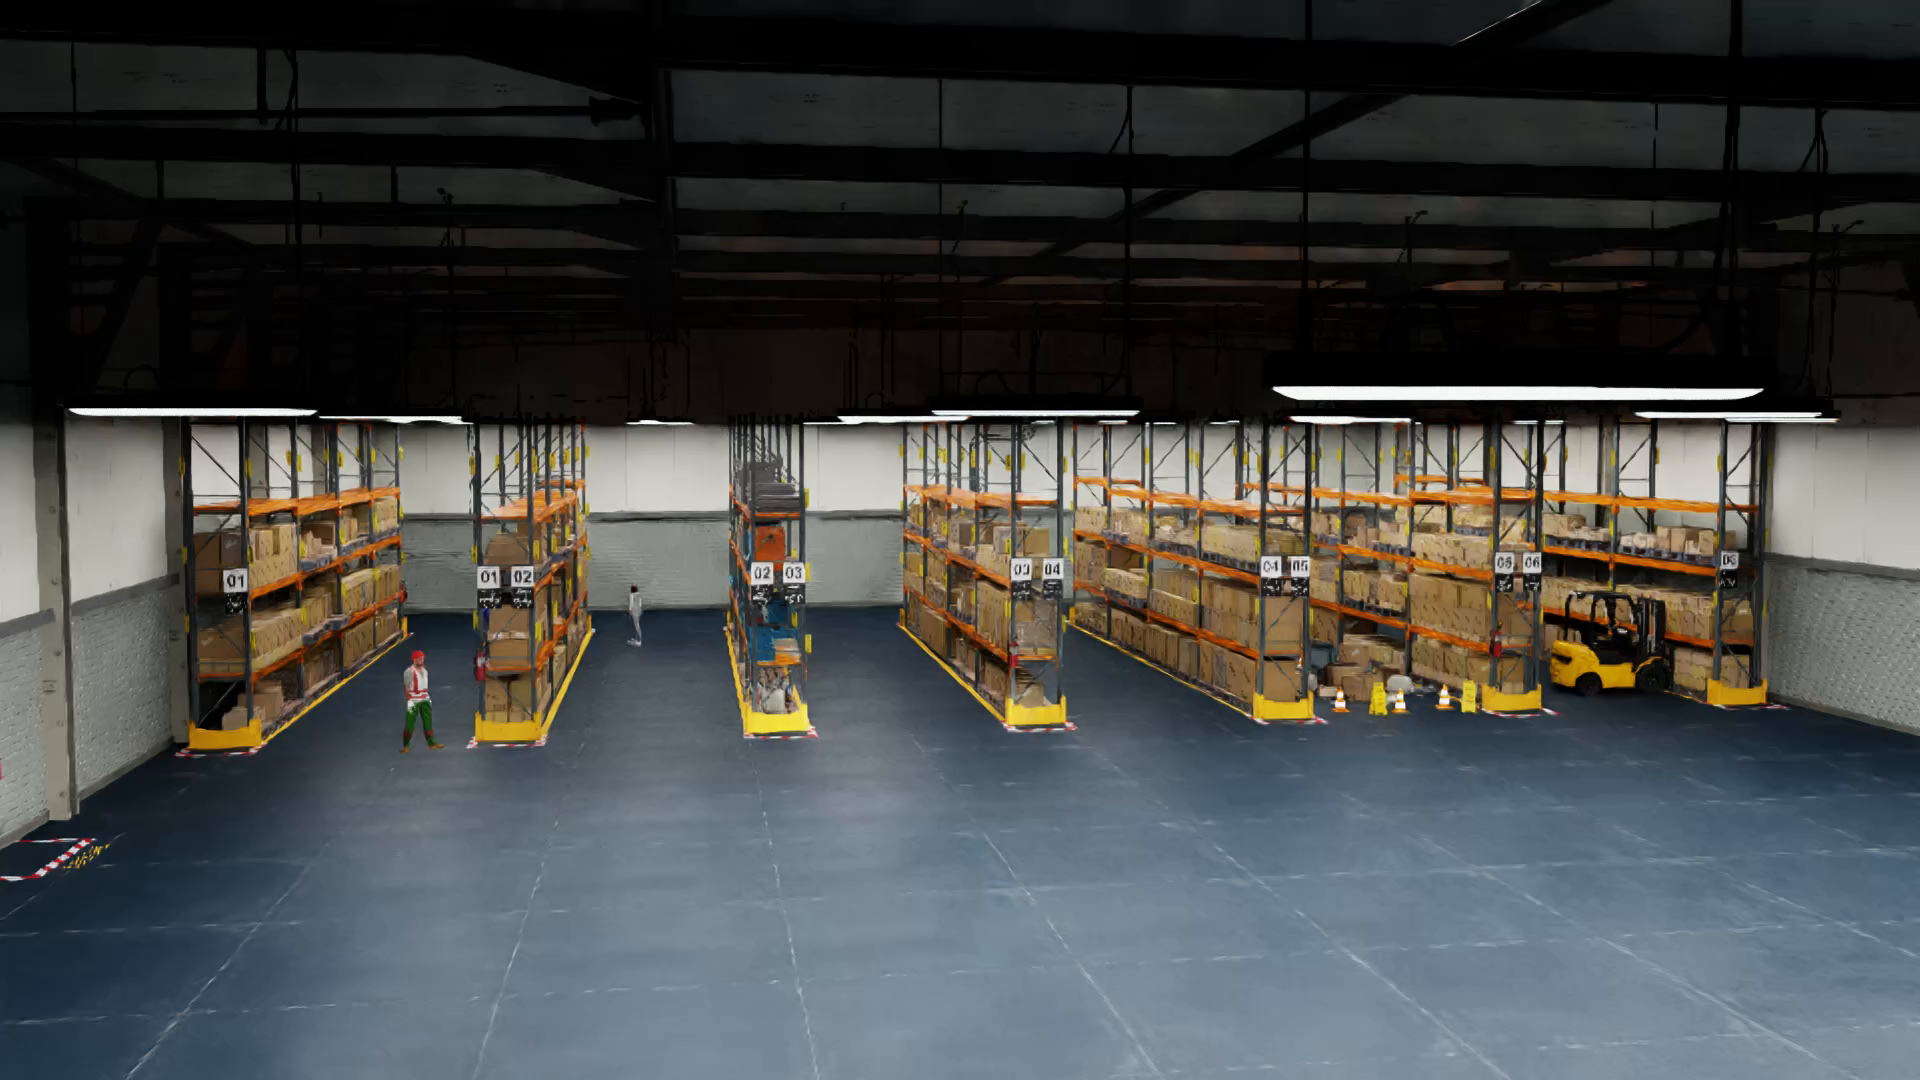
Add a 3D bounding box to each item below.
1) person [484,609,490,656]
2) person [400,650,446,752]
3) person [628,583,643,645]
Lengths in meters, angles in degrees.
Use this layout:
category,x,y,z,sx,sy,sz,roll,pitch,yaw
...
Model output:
category,x,y,z,sx,sy,sz,roll,pitch,yaw
person,-11.525,2.142,41.008,0.592,1.604,0.513,-1,4,-11
person,-9.519,2.824,29.307,0.530,1.785,0.716,2,4,29
person,-8.563,2.047,43.775,0.522,1.373,0.523,1,4,19
